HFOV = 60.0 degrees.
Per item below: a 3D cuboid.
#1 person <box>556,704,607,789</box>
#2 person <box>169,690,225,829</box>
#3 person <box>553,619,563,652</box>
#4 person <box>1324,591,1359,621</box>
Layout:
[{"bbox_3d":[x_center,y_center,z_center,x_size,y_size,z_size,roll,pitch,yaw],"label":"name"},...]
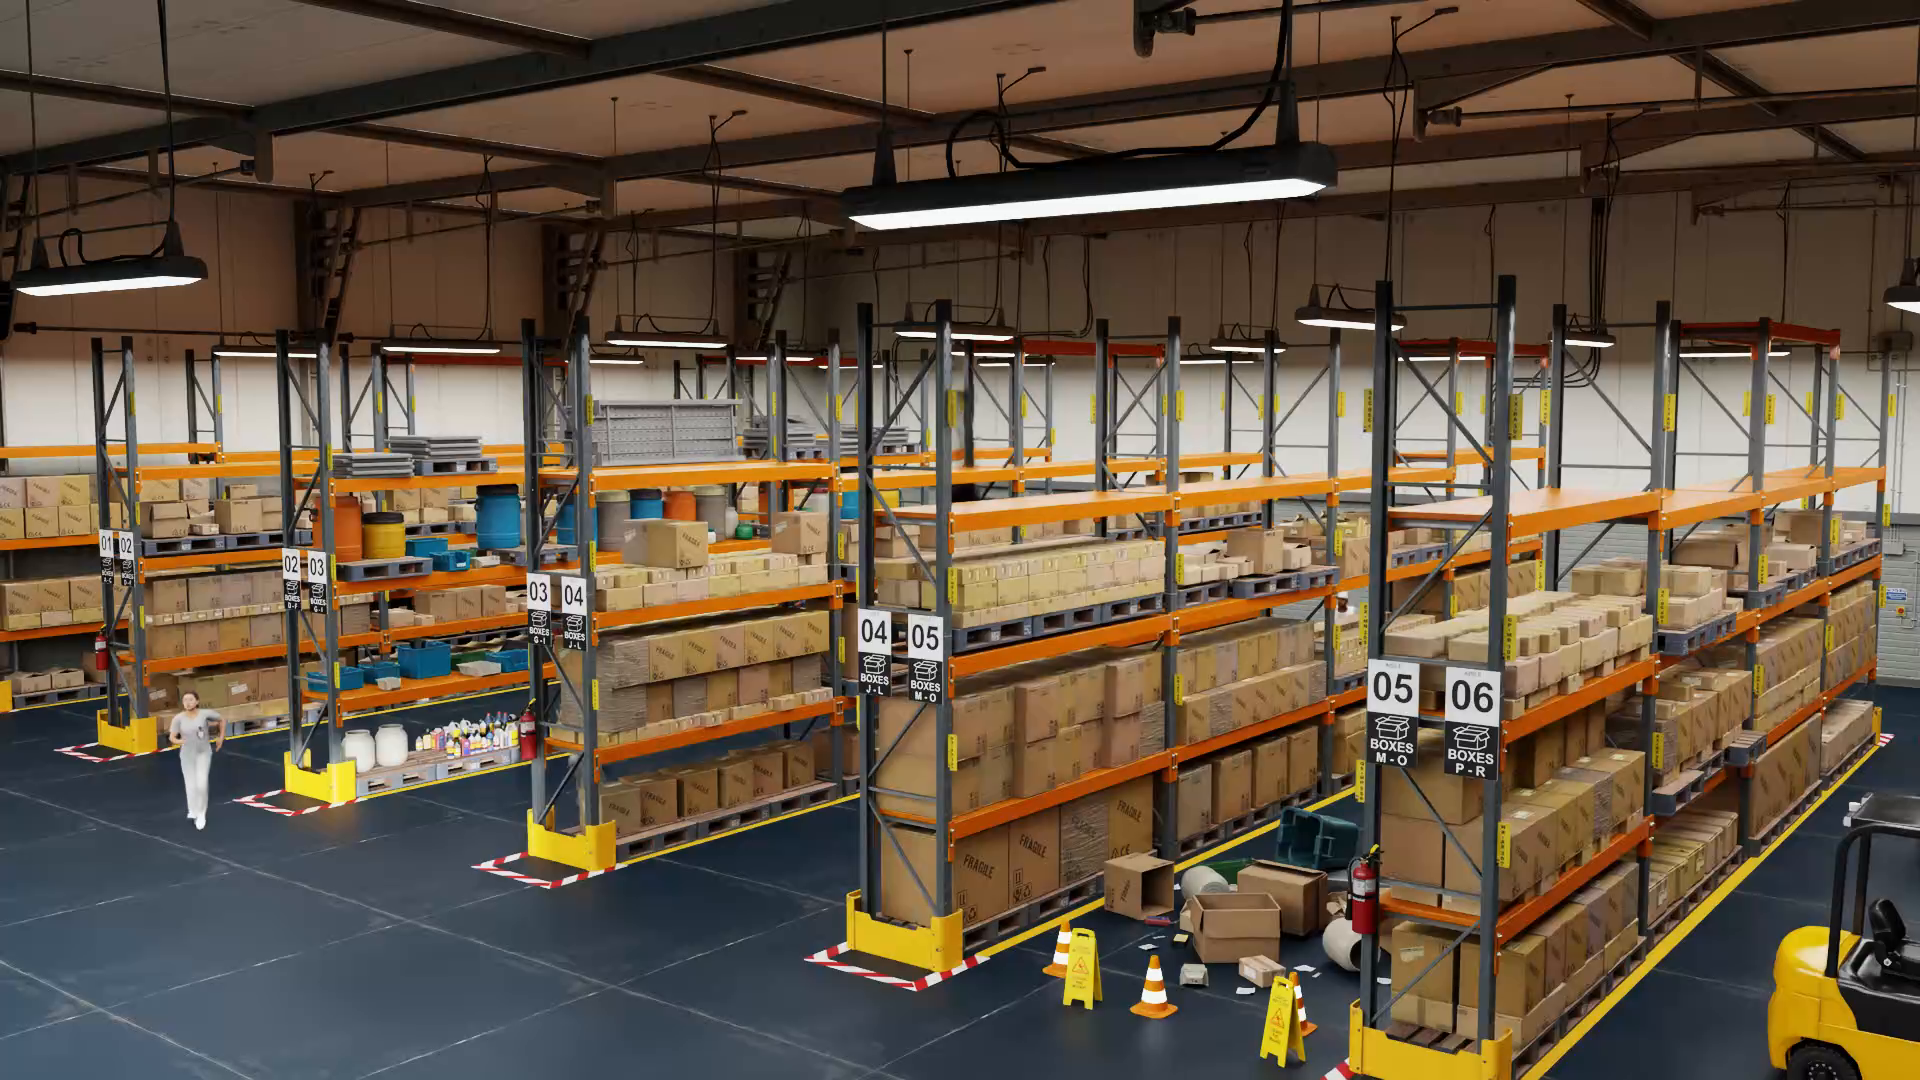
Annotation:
[{"bbox_3d":[-4.757,2.434,21.052,0.598,1.505,0.857,3,6,30],"label":"person"},{"bbox_3d":[-9.109,2.606,19.868,0.573,1.658,0.847,-1,5,-14],"label":"person"},{"bbox_3d":[-6.339,1.940,27.250,0.713,1.730,0.662,4,7,41],"label":"person"},{"bbox_3d":[6.592,1.786,28.631,0.703,1.832,0.850,3,6,30],"label":"person"}]
